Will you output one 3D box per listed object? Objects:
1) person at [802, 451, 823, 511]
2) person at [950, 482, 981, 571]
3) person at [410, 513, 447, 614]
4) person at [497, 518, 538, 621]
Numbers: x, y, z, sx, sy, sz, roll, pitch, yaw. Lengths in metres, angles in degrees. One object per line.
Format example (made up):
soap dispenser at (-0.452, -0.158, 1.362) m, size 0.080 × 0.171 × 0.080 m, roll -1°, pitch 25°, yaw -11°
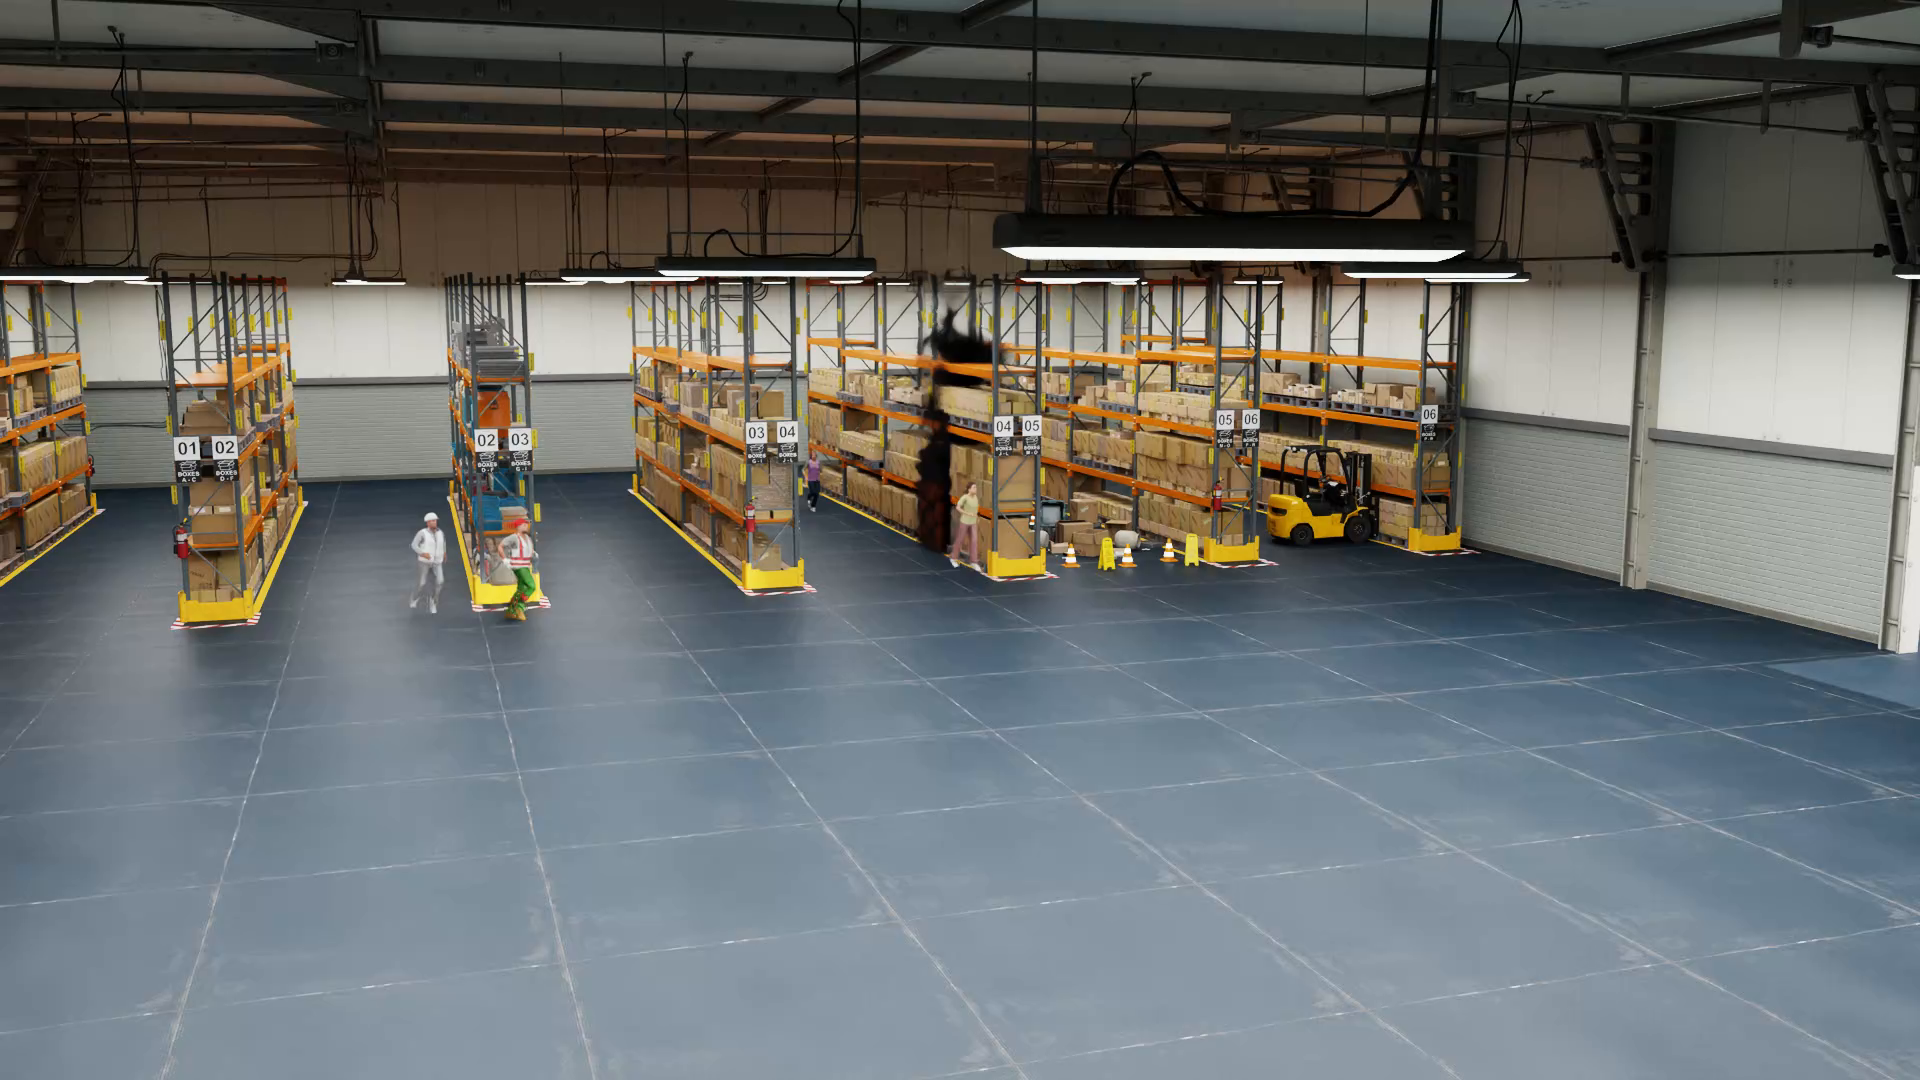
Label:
person at (-3.775, -1.512, 42.956) m, size 0.536 × 1.560 × 0.496 m, roll -3°, pitch 9°, yaw -21°
person at (0.190, -0.292, 32.551) m, size 0.622 × 1.715 × 0.801 m, roll -7°, pitch 11°, yaw -39°
person at (-9.446, 0.407, 29.686) m, size 0.727 × 1.795 × 0.695 m, roll -7°, pitch 11°, yaw -40°
person at (-7.619, 0.502, 28.942) m, size 0.627 × 1.759 × 0.684 m, roll 2°, pitch 9°, yaw 11°
